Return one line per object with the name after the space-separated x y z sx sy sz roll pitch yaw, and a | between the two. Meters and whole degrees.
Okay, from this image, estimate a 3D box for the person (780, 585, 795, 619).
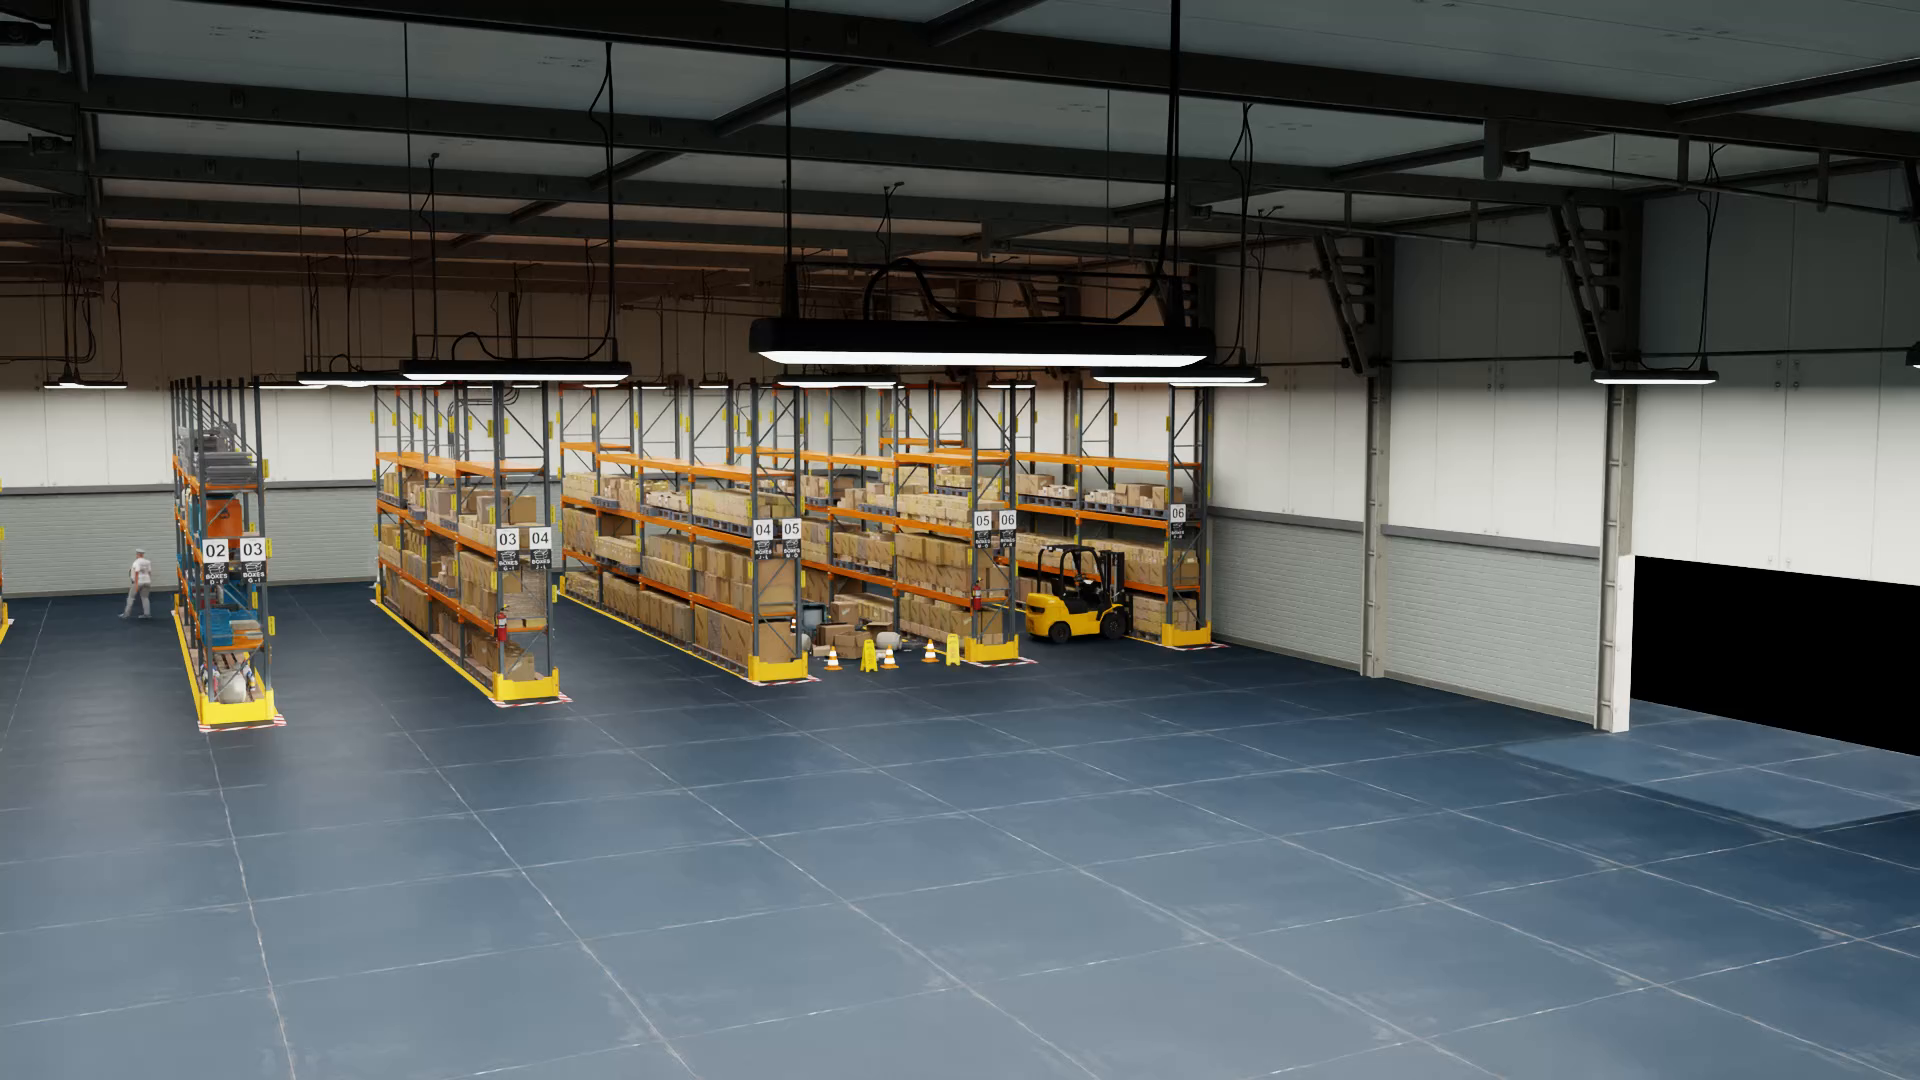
-4.352 1.152 41.963 0.529 1.674 0.414 -3 6 -34 | person

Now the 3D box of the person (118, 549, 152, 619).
-20.844 1.108 42.115 0.741 1.760 0.648 2 6 25 | person

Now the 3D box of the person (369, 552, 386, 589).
-16.734 0.543 48.245 0.983 1.736 0.545 -4 7 -40 | person
